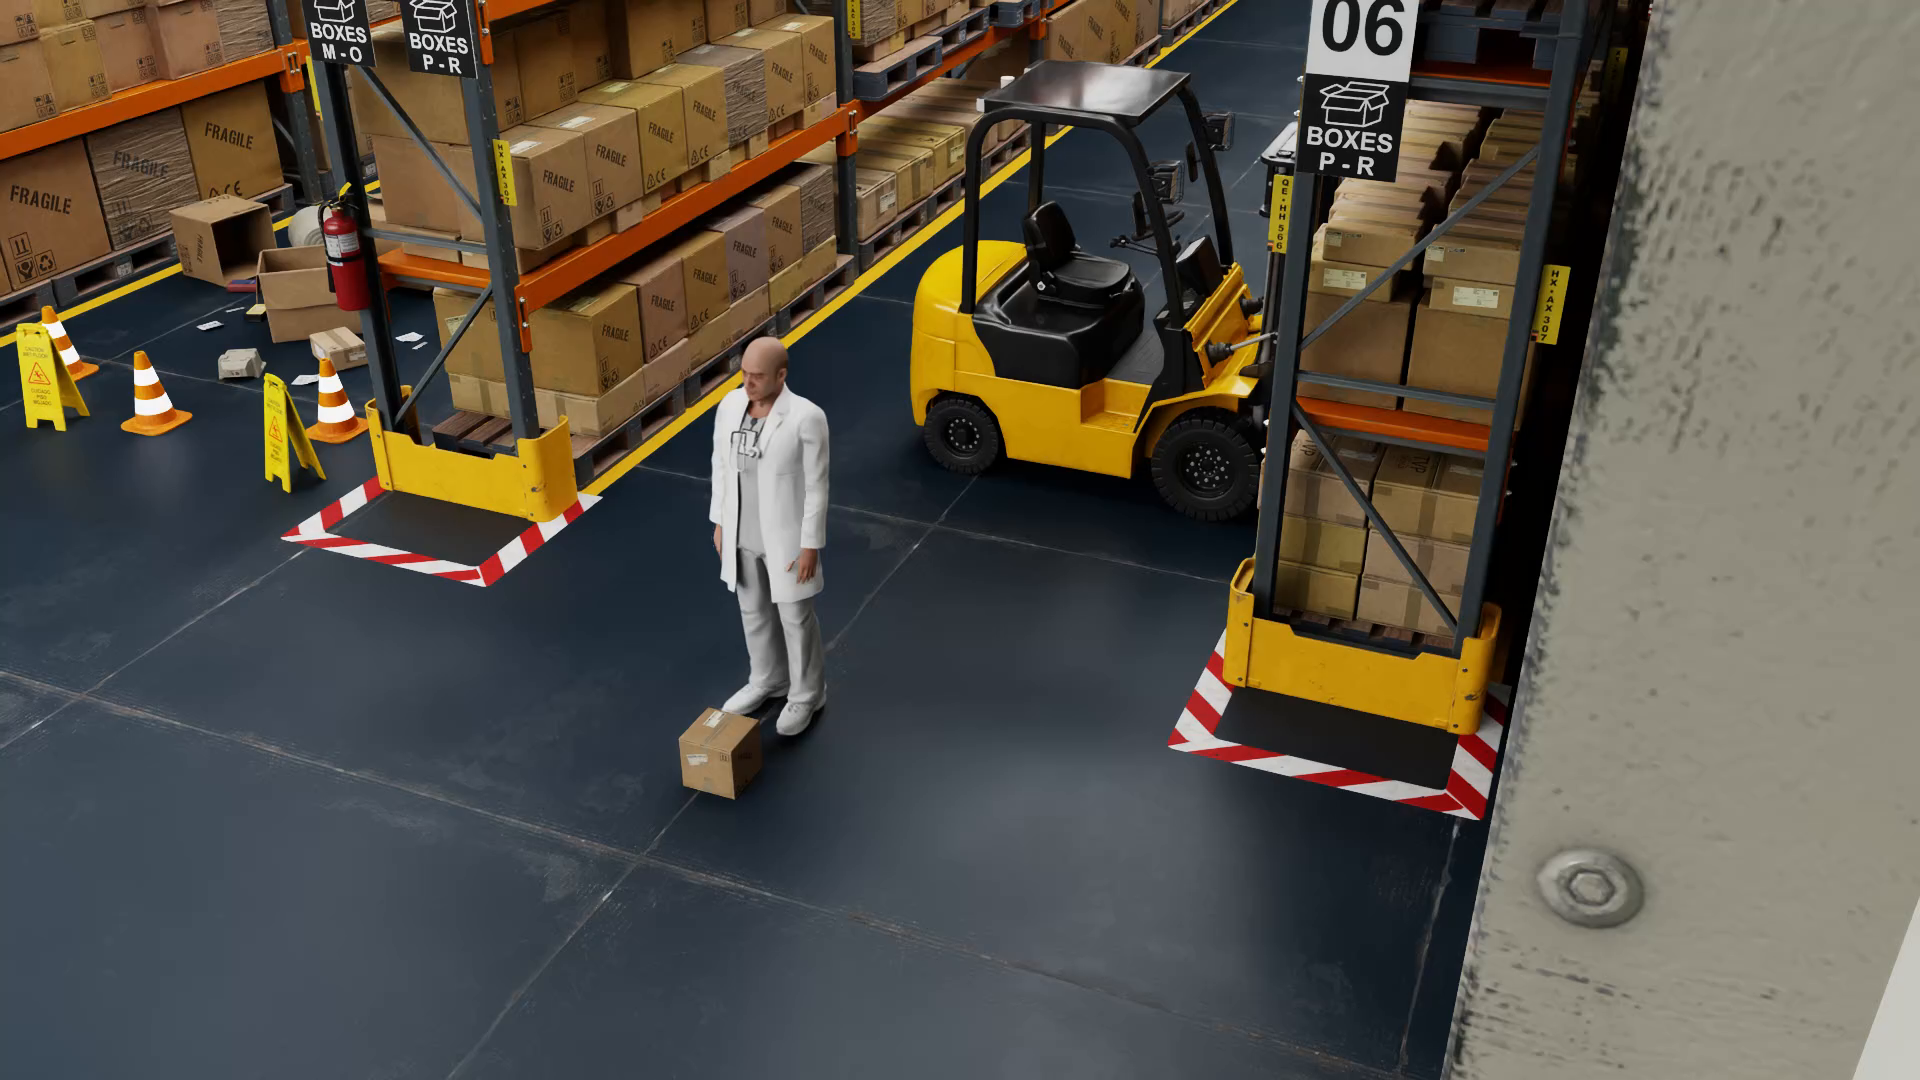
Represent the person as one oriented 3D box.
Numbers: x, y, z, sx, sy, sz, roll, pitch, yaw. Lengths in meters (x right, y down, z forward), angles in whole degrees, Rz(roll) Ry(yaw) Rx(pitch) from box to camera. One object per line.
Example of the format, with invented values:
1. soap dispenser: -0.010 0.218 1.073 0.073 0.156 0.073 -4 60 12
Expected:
1. person: -0.838 -0.011 7.110 0.588 1.782 0.386 14 32 24
